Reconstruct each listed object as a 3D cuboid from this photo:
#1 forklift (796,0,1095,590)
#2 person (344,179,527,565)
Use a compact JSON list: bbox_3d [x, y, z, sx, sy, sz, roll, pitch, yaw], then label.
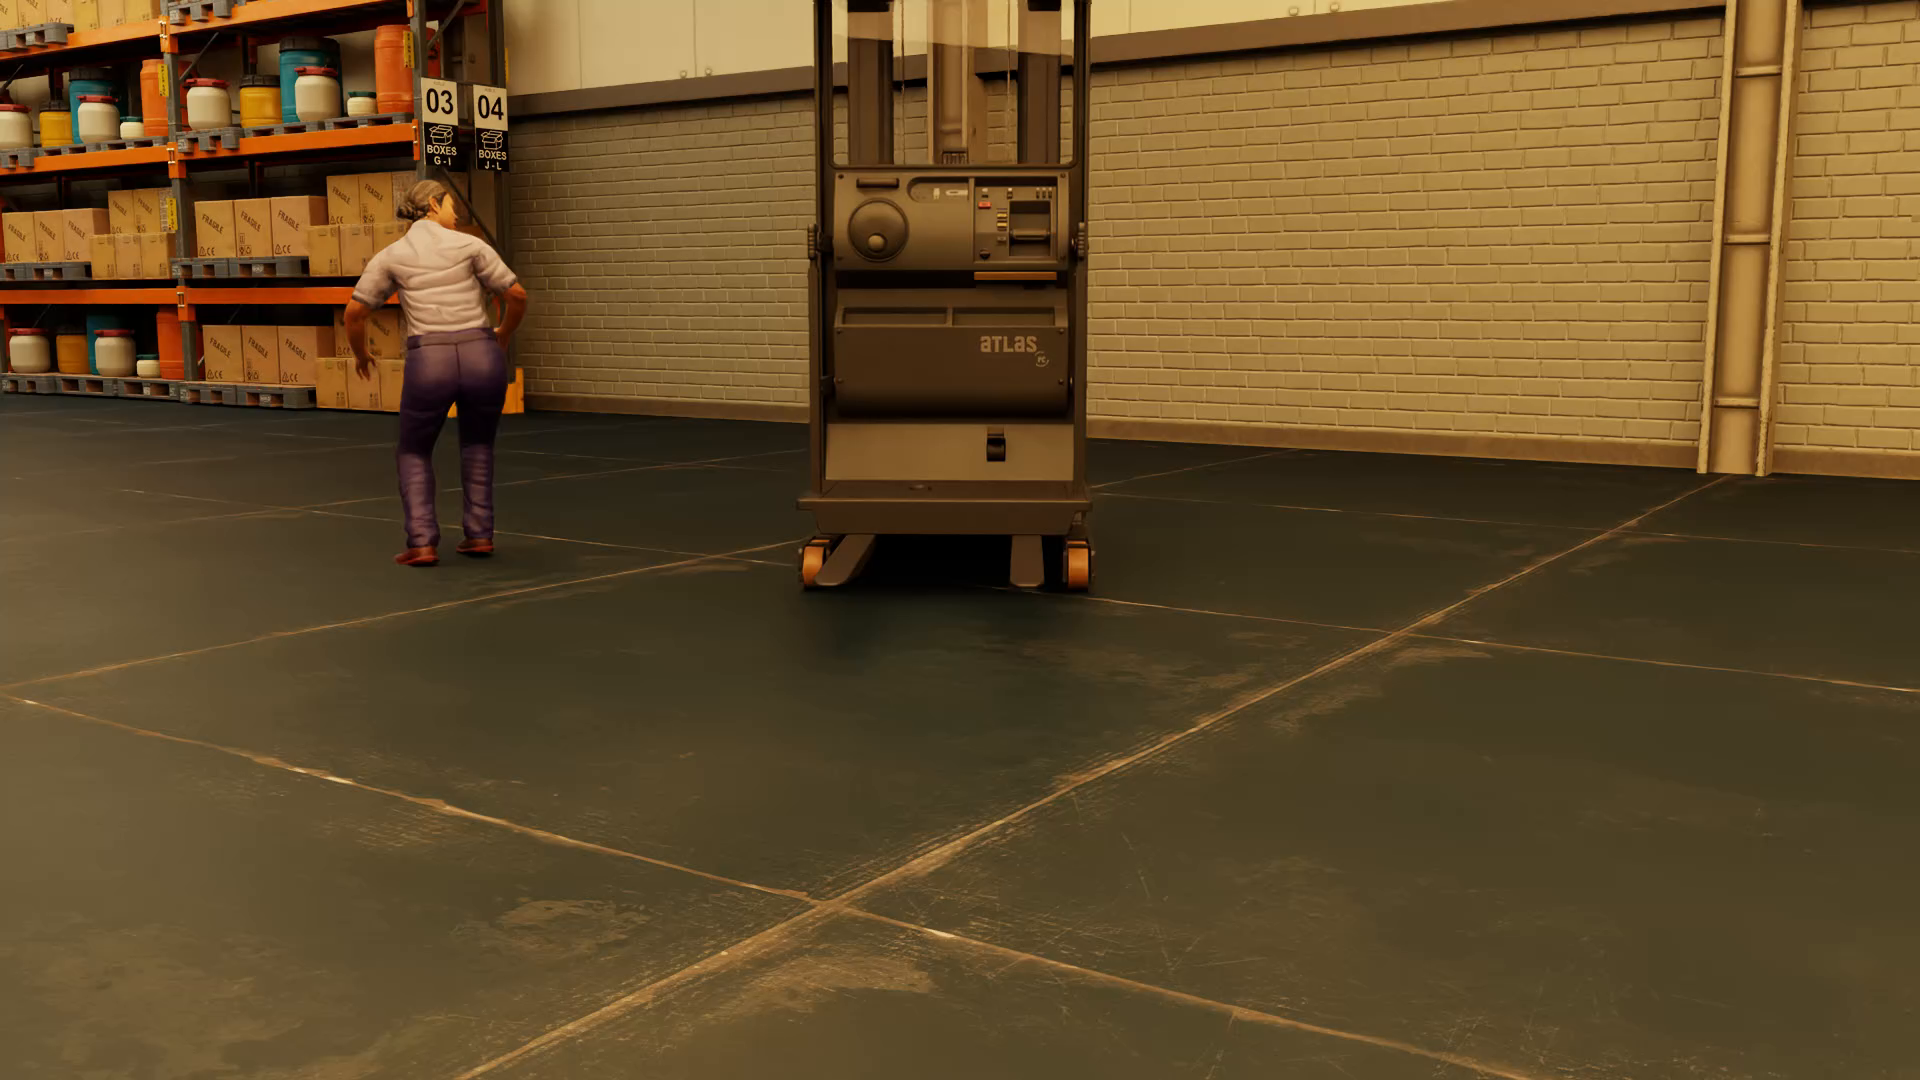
[{"bbox_3d":[-0.041,-1.306,6.379,1.130,2.935,3.031,0,8,2],"label":"forklift"},{"bbox_3d":[-2.178,-0.692,6.948,0.720,1.601,0.541,-3,9,-21],"label":"person"}]
